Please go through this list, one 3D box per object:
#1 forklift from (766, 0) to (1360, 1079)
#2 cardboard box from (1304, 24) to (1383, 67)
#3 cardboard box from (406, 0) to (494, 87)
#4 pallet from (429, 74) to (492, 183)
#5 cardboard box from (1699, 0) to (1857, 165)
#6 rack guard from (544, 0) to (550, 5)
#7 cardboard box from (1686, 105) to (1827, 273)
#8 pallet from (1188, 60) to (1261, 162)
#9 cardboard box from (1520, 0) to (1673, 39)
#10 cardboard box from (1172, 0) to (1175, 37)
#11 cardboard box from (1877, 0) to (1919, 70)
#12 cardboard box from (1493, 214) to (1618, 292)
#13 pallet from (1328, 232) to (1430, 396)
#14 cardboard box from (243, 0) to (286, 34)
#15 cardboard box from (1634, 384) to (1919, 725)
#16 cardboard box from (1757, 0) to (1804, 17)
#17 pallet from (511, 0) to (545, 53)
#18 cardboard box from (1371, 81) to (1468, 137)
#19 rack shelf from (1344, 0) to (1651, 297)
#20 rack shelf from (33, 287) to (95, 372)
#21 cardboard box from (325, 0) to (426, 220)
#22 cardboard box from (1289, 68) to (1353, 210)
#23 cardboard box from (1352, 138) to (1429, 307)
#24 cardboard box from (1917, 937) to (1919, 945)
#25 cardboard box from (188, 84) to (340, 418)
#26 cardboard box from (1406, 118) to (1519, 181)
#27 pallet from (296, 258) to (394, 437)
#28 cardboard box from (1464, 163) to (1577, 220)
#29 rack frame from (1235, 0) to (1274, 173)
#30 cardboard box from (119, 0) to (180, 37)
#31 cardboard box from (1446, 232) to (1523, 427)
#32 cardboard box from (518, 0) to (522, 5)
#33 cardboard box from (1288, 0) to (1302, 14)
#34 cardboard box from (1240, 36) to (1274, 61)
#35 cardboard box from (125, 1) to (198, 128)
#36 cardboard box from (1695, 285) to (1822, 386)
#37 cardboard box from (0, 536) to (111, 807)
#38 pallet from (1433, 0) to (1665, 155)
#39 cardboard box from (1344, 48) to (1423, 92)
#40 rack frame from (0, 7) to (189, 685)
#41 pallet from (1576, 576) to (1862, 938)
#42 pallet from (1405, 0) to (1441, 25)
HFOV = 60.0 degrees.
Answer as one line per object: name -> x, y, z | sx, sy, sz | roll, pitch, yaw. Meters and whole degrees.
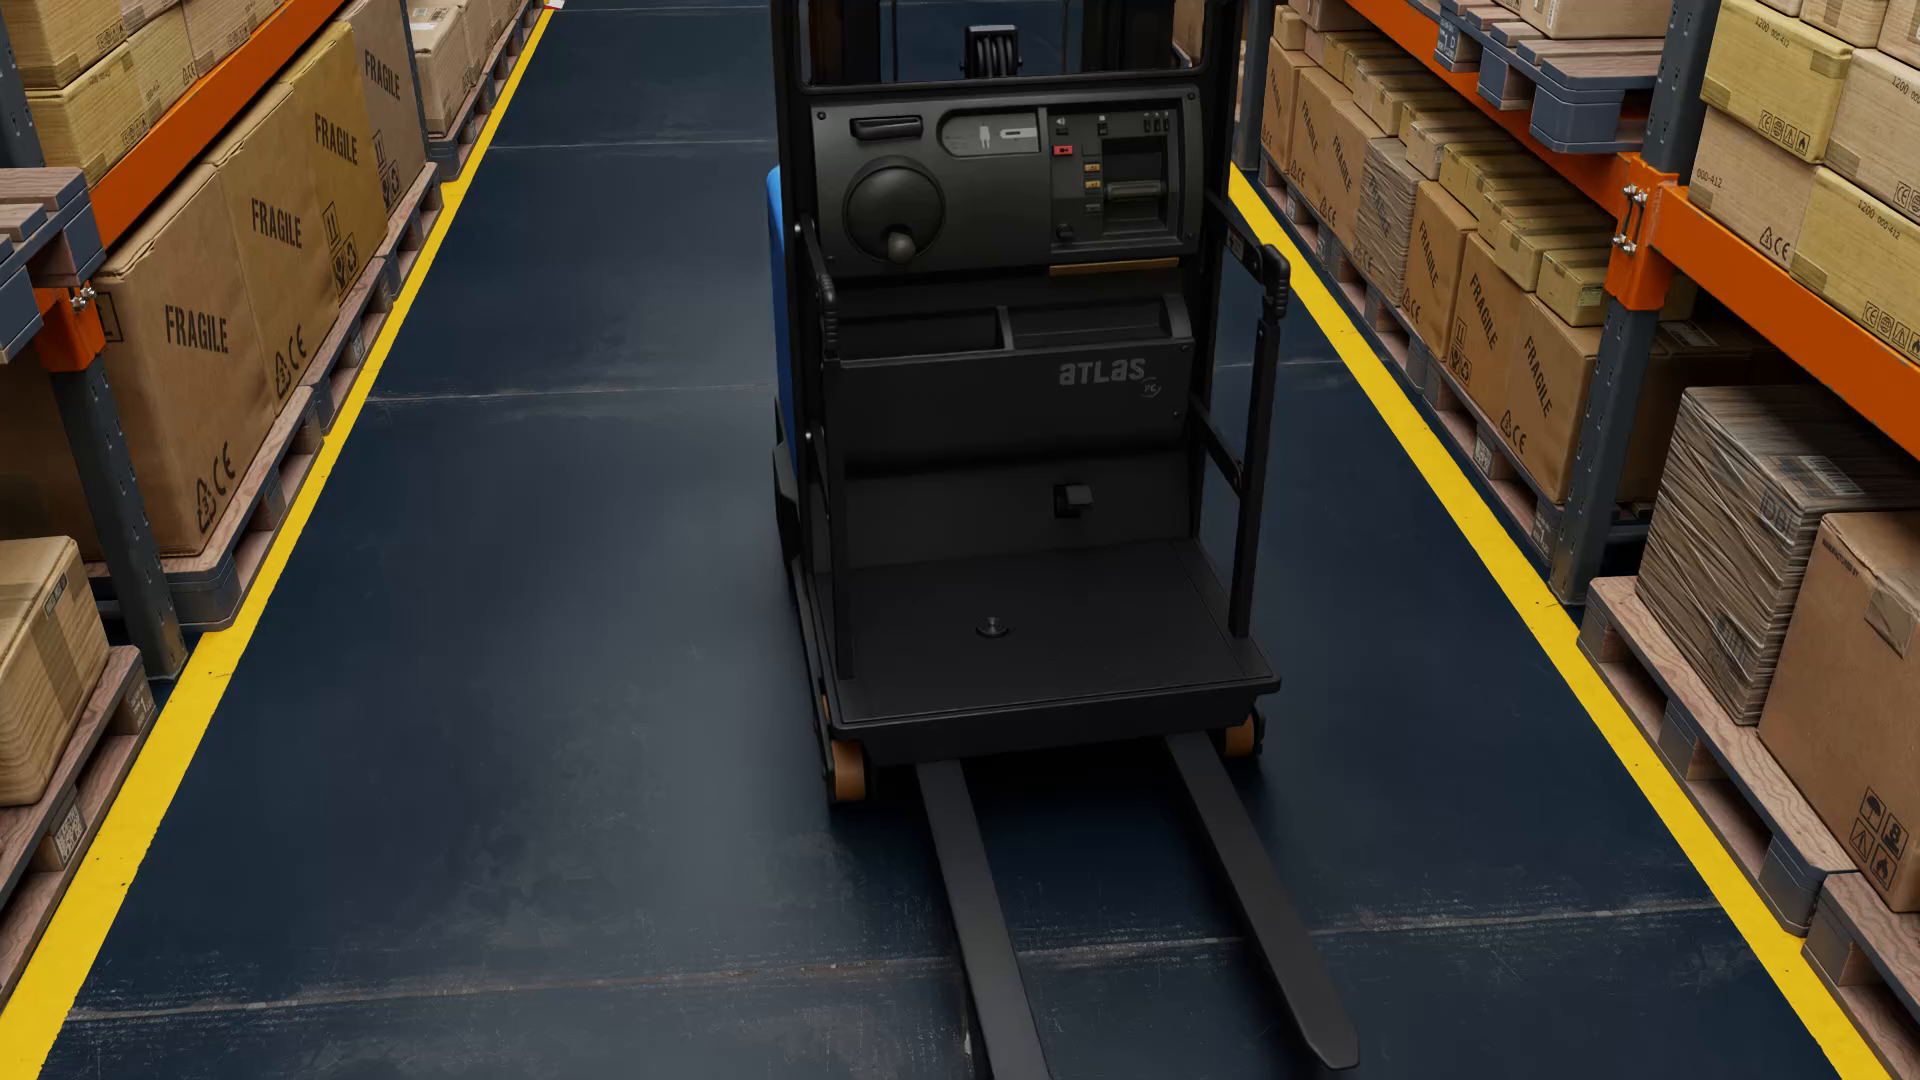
forklift -> 0.160, -0.806, 3.740 | 1.130, 2.935, 3.031 | -5, 31, -9
cardboard box -> 1.771, -2.235, 7.462 | 0.380, 0.149, 0.250 | -4, 31, -6
cardboard box -> -3.078, -2.806, 9.112 | 0.875, 0.438, 0.875 | -4, 31, -6
pallet -> -3.035, -2.138, 8.624 | 1.003, 0.211, 1.213 | -3, 31, -5
cardboard box -> 2.047, -1.052, 3.744 | 0.500, 0.250, 0.500 | -3, 31, -5
rack guard -> -3.418, -3.925, 11.333 | 1.175, 0.500, 0.348 | -3, 31, -5
cardboard box -> 2.072, -0.838, 3.874 | 0.500, 0.250, 0.500 | -3, 31, -4
pallet -> 1.837, -2.336, 8.956 | 1.003, 0.211, 1.213 | -3, 31, -5
cardboard box -> 1.830, -1.530, 4.722 | 0.380, 0.149, 0.250 | -2, 31, -4
cardboard box -> 1.480, -3.302, 9.882 | 0.500, 0.500, 0.500 | -2, 31, -4
cardboard box -> 2.086, -1.019, 3.301 | 0.380, 0.149, 0.250 | -2, 31, -3
cardboard box -> 1.919, -0.904, 5.234 | 0.380, 0.149, 0.250 | -4, 31, -7
pallet -> 2.131, -0.948, 6.631 | 1.003, 0.211, 1.213 | -3, 31, -5
cardboard box -> -2.622, -1.880, 5.618 | 0.500, 0.250, 0.500 | -3, 31, -5
cardboard box -> 2.318, 0.018, 4.202 | 0.875, 0.625, 0.625 | -2, 31, -3
cardboard box -> 2.010, -1.285, 3.747 | 0.380, 0.149, 0.250 | -2, 31, -3
pallet -> -3.263, -3.384, 10.709 | 1.003, 0.211, 1.213 | -3, 31, -5
cardboard box -> 1.853, -1.709, 6.582 | 0.380, 0.149, 0.250 | -2, 31, -3
rack shelf -> 2.087, -1.853, 6.129 | 1.077, 0.370, 4.000 | -3, 31, -5
rack shelf -> -2.481, 0.429, 2.308 | 1.077, 0.370, 4.000 | -3, 31, -5
cardboard box -> -2.904, -1.899, 7.166 | 0.875, 0.875, 0.875 | -2, 31, -3
cardboard box -> 1.781, -1.761, 7.301 | 0.500, 0.500, 0.500 | -3, 31, -5
cardboard box -> 1.865, -1.241, 6.430 | 0.500, 0.500, 0.500 | -4, 31, -6
cardboard box -> 2.450, 0.695, 3.068 | 0.875, 0.625, 0.625 | -4, 31, -7
cardboard box -> -2.729, -0.981, 5.630 | 0.875, 0.875, 0.875 | -2, 31, -4
cardboard box -> 1.879, -1.445, 6.139 | 0.380, 0.149, 0.250 | -4, 31, -7
pallet -> -2.777, -0.731, 6.269 | 1.003, 0.211, 1.213 | -3, 31, -5
cardboard box -> 1.959, -1.178, 5.692 | 0.380, 0.149, 0.250 | -2, 31, -3
rack frame -> 1.900, -3.183, 7.654 | 1.000, 3.000, 0.127 | -3, 31, -5
cardboard box -> -2.517, -1.586, 4.638 | 0.500, 0.250, 0.500 | -2, 31, -3
cardboard box -> 1.984, -0.709, 5.541 | 0.500, 0.500, 0.500 | -3, 31, -5
cardboard box -> -3.254, -3.734, 10.665 | 0.875, 0.438, 0.875 | -4, 31, -6
cardboard box -> 1.729, -2.503, 7.621 | 0.380, 0.149, 0.250 | -3, 31, -5
cardboard box -> 1.522, -2.642, 9.005 | 0.396, 0.266, 0.258 | -2, 31, -3
cardboard box -> -2.529, -1.360, 4.748 | 0.500, 0.250, 0.500 | -4, 31, -6
cardboard box -> 2.513, -0.476, 5.151 | 0.500, 0.500, 0.500 | -2, 31, -3
cardboard box -> -2.625, 0.336, 3.916 | 0.950, 0.372, 0.625 | -5, 31, -8
pallet -> 2.140, -1.401, 4.858 | 1.213, 0.211, 1.003 | -3, 31, -5
cardboard box -> 1.846, -1.965, 7.011 | 0.380, 0.149, 0.250 | -3, 31, -5
rack frame -> -2.668, -0.901, 3.833 | 1.000, 3.000, 0.127 | -3, 31, -5
pallet -> 2.312, 0.479, 4.243 | 1.003, 0.211, 1.213 | -3, 31, -5
pallet -> 2.087, -2.051, 5.946 | 1.003, 0.211, 1.213 | -3, 31, -5
